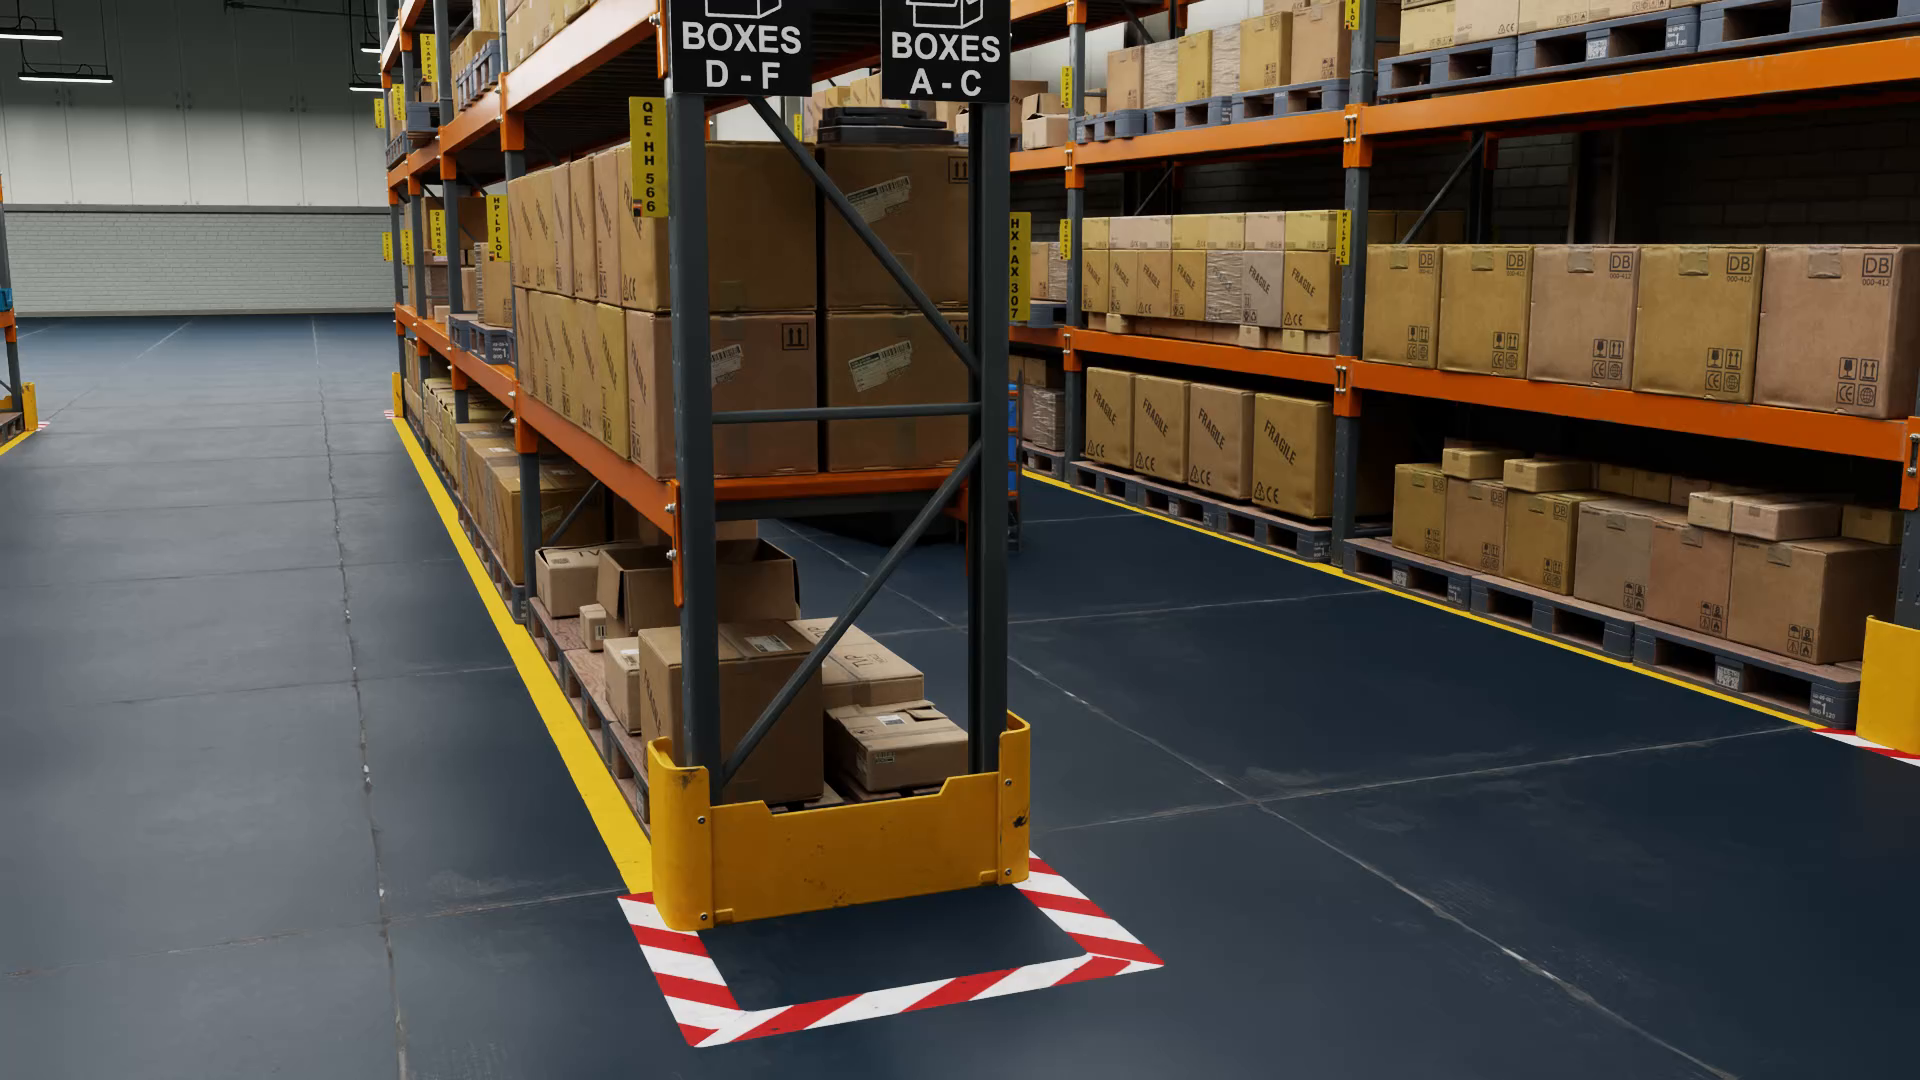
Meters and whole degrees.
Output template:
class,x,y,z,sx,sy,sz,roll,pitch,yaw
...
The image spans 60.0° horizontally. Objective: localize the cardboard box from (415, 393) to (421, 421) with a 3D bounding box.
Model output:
class,x,y,z,sx,sy,sz,roll,pitch,yaw
cardboard box,-5.426,-1.405,17.407,0.500,0.250,0.500,-4,11,-21

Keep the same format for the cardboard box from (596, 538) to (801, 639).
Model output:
class,x,y,z,sx,sy,sz,roll,pitch,yaw
cardboard box,-1.102,0.297,7.056,0.797,0.503,0.637,-4,11,-21

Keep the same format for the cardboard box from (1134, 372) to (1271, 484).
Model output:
class,x,y,z,sx,sy,sz,roll,pitch,yaw
cardboard box,1.834,-0.866,12.663,0.750,0.750,0.750,-4,11,-21

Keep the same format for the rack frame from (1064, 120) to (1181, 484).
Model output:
class,x,y,z,sx,sy,sz,roll,pitch,yaw
rack frame,1.378,-1.989,14.040,1.000,3.000,0.127,-4,11,-21

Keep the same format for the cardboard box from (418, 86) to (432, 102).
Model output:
class,x,y,z,sx,sy,sz,roll,pitch,yaw
cardboard box,-5.166,-4.408,17.175,0.797,0.503,0.637,-3,10,-15

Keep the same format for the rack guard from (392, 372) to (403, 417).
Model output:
class,x,y,z,sx,sy,sz,roll,pitch,yaw
rack guard,-6.145,-1.754,19.851,1.175,0.500,0.348,-4,11,-21

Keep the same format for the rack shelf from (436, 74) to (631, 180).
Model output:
class,x,y,z,sx,sy,sz,roll,pitch,yaw
rack shelf,-2.513,-2.471,10.234,1.077,0.370,4.000,-4,11,-21

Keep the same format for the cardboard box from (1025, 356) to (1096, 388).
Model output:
class,x,y,z,sx,sy,sz,roll,pitch,yaw
cardboard box,0.921,-1.556,15.342,0.500,0.250,0.500,-4,11,-20

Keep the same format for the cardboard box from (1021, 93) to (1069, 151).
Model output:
class,x,y,z,sx,sy,sz,roll,pitch,yaw
cardboard box,0.995,-3.744,14.989,0.797,0.503,0.637,-2,10,-13

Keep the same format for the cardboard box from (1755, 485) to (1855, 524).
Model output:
class,x,y,z,sx,sy,sz,roll,pitch,yaw
cardboard box,3.978,-0.162,7.852,0.380,0.149,0.250,-4,11,-21

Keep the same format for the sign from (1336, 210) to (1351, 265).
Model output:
class,x,y,z,sx,sy,sz,roll,pitch,yaw
sign,2.325,-1.832,10.072,0.100,0.325,0.005,-4,11,-21

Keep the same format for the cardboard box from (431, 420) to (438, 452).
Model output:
class,x,y,z,sx,sy,sz,roll,pitch,yaw
cardboard box,-4.397,-0.931,14.741,0.500,0.250,0.500,-4,11,-23

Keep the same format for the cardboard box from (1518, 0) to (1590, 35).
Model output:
class,x,y,z,sx,sy,sz,roll,pitch,yaw
cardboard box,3.196,-2.699,8.405,0.500,0.250,0.500,-4,11,-22

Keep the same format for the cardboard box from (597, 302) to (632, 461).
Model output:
class,x,y,z,sx,sy,sz,roll,pitch,yaw
cardboard box,-0.946,-0.558,5.708,0.500,0.500,0.500,-4,11,-20

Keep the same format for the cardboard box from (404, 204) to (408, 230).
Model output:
class,x,y,z,sx,sy,sz,roll,pitch,yaw
cardboard box,-5.960,-3.583,19.006,0.700,0.500,0.500,-4,11,-21

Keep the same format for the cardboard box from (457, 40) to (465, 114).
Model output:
class,x,y,z,sx,sy,sz,roll,pitch,yaw
cardboard box,-2.863,-3.048,11.141,0.910,0.500,0.500,-4,11,-21

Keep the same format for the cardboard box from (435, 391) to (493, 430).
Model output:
class,x,y,z,sx,sy,sz,roll,pitch,yaw
cardboard box,-4.211,-1.122,14.216,0.500,0.311,0.500,-4,11,-19

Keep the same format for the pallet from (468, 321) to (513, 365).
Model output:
class,x,y,z,sx,sy,sz,roll,pitch,yaw
pallet,-2.528,-1.263,10.503,1.003,0.211,1.213,-4,11,-21

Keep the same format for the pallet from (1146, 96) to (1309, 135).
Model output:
class,x,y,z,sx,sy,sz,roll,pitch,yaw
pallet,2.069,-3.089,12.196,1.003,0.211,1.213,-3,11,-18

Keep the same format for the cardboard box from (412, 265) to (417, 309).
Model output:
class,x,y,z,sx,sy,sz,roll,pitch,yaw
cardboard box,-5.610,-2.786,18.230,0.700,0.500,0.500,-4,11,-21

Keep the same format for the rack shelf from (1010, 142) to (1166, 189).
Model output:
class,x,y,z,sx,sy,sz,roll,pitch,yaw
rack shelf,0.653,-3.439,15.675,1.077,0.370,4.000,-4,11,-21

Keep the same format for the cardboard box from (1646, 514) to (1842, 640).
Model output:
class,x,y,z,sx,sy,sz,roll,pitch,yaw
cardboard box,3.749,0.151,7.946,0.700,0.500,0.500,-4,11,-21

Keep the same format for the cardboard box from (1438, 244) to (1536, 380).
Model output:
class,x,y,z,sx,sy,sz,roll,pitch,yaw
cardboard box,3.268,-1.275,9.167,0.980,0.700,0.700,-4,11,-22

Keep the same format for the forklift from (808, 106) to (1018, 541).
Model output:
class,x,y,z,sx,sy,sz,roll,pitch,yaw
forklift,-0.830,-1.648,12.313,1.130,2.935,3.031,-7,12,-33

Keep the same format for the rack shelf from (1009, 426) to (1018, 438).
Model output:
class,x,y,z,sx,sy,sz,roll,pitch,yaw
rack shelf,0.186,-0.691,10.987,0.258,0.148,0.480,-5,11,-26

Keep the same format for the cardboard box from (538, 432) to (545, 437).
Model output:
class,x,y,z,sx,sy,sz,roll,pitch,yaw
cardboard box,-2.680,-0.523,11.675,0.500,0.500,0.500,-3,11,-19

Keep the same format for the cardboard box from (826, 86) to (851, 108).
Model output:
class,x,y,z,sx,sy,sz,roll,pitch,yaw
cardboard box,-1.277,-5.077,19.635,0.500,0.500,0.500,-4,11,-19

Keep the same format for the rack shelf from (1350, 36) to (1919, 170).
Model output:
class,x,y,z,sx,sy,sz,roll,pitch,yaw
rack shelf,3.552,-2.133,8.334,1.077,0.370,4.000,-4,11,-21

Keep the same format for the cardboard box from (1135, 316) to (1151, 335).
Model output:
class,x,y,z,sx,sy,sz,roll,pitch,yaw
cardboard box,1.588,-1.684,12.980,0.380,0.149,0.250,-4,11,-21

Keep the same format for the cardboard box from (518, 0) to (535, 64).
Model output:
class,x,y,z,sx,sy,sz,roll,pitch,yaw
cardboard box,-1.665,-2.248,7.354,0.500,0.250,0.500,-4,11,-21

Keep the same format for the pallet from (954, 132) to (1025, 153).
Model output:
class,x,y,z,sx,sy,sz,roll,pitch,yaw
pallet,0.432,-3.750,15.909,1.213,0.211,1.003,-4,11,-21

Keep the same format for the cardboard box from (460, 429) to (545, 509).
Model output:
class,x,y,z,sx,sy,sz,roll,pitch,yaw
cardboard box,-3.144,-0.483,11.451,0.500,0.500,0.500,-4,11,-23

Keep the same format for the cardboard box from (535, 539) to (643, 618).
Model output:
class,x,y,z,sx,sy,sz,roll,pitch,yaw
cardboard box,-1.837,0.168,8.333,0.500,0.311,0.500,-4,11,-21

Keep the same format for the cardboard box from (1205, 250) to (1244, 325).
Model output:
class,x,y,z,sx,sy,sz,roll,pitch,yaw
cardboard box,2.057,-1.767,11.595,0.500,0.500,0.500,-4,11,-21

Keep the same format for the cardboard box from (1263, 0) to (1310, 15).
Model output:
class,x,y,z,sx,sy,sz,roll,pitch,yaw
cardboard box,2.417,-3.690,11.349,0.500,0.250,0.500,-4,11,-23

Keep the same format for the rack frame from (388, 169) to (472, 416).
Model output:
class,x,y,z,sx,sy,sz,roll,pitch,yaw
rack frame,-6.137,-2.980,19.610,1.000,3.000,0.127,-4,11,-21

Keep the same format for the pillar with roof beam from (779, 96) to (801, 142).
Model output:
class,x,y,z,sx,sy,sz,roll,pitch,yaw
pillar with roof beam,-6.648,-6.896,24.491,9.100,9.000,0.400,-4,11,-21

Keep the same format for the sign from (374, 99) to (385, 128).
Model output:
class,x,y,z,sx,sy,sz,roll,pitch,yaw
sign,-6.656,-4.892,19.071,0.100,0.325,0.005,-4,11,-21

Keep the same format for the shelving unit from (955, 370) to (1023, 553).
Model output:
class,x,y,z,sx,sy,sz,roll,pitch,yaw
shelving unit,0.186,-0.537,11.014,0.258,1.200,0.503,-5,11,-26

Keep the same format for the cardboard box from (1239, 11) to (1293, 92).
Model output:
class,x,y,z,sx,sy,sz,roll,pitch,yaw
cardboard box,2.349,-3.317,11.393,0.700,0.500,0.500,-4,11,-22

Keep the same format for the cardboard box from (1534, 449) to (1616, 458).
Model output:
class,x,y,z,sx,sy,sz,roll,pitch,yaw
cardboard box,3.425,-0.411,9.251,0.380,0.149,0.250,-4,11,-23

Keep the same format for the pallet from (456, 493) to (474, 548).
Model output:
class,x,y,z,sx,sy,sz,roll,pitch,yaw
pallet,-3.002,-0.177,11.814,1.003,0.211,1.213,-4,11,-21

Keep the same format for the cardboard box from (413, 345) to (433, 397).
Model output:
class,x,y,z,sx,sy,sz,roll,pitch,yaw
cardboard box,-5.414,-1.775,17.346,0.500,0.500,0.500,-4,11,-21

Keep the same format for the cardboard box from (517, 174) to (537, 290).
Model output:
class,x,y,z,sx,sy,sz,roll,pitch,yaw
cardboard box,-1.692,-1.384,7.496,0.500,0.500,0.500,-4,11,-23

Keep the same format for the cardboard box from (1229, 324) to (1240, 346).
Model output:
class,x,y,z,sx,sy,sz,roll,pitch,yaw
cardboard box,2.099,-1.428,11.545,0.380,0.149,0.250,-4,11,-21

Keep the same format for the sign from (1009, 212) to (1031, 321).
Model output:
class,x,y,z,sx,sy,sz,roll,pitch,yaw
sign,0.167,-0.829,5.046,0.100,0.325,0.005,-4,11,-21

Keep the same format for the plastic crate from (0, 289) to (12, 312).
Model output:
class,x,y,z,sx,sy,sz,roll,pitch,yaw
plastic crate,-10.294,-2.531,17.506,0.499,0.251,0.616,-4,11,-21

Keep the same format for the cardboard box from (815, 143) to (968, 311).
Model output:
class,x,y,z,sx,sy,sz,roll,pitch,yaw
cardboard box,-0.254,-0.999,5.333,0.500,0.500,0.500,-4,11,-19

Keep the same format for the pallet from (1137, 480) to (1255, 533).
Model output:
class,x,y,z,sx,sy,sz,roll,pitch,yaw
pallet,2.032,-0.284,12.416,1.003,0.211,1.213,-4,11,-21

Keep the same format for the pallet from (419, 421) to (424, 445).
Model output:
class,x,y,z,sx,sy,sz,roll,pitch,yaw
pallet,-4.936,-1.087,16.928,1.003,0.211,1.213,-4,11,-21

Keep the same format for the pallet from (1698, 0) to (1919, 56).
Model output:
class,x,y,z,sx,sy,sz,roll,pitch,yaw
pallet,3.999,-2.237,7.121,1.003,0.211,1.213,-4,11,-21

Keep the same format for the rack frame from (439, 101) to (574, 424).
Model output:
class,x,y,z,sx,sy,sz,roll,pitch,yaw
rack frame,-3.237,-1.674,12.269,1.000,3.000,0.127,-4,11,-21

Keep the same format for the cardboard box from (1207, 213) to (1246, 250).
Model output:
class,x,y,z,sx,sy,sz,roll,pitch,yaw
cardboard box,2.059,-2.139,11.545,0.500,0.250,0.500,-4,11,-20
